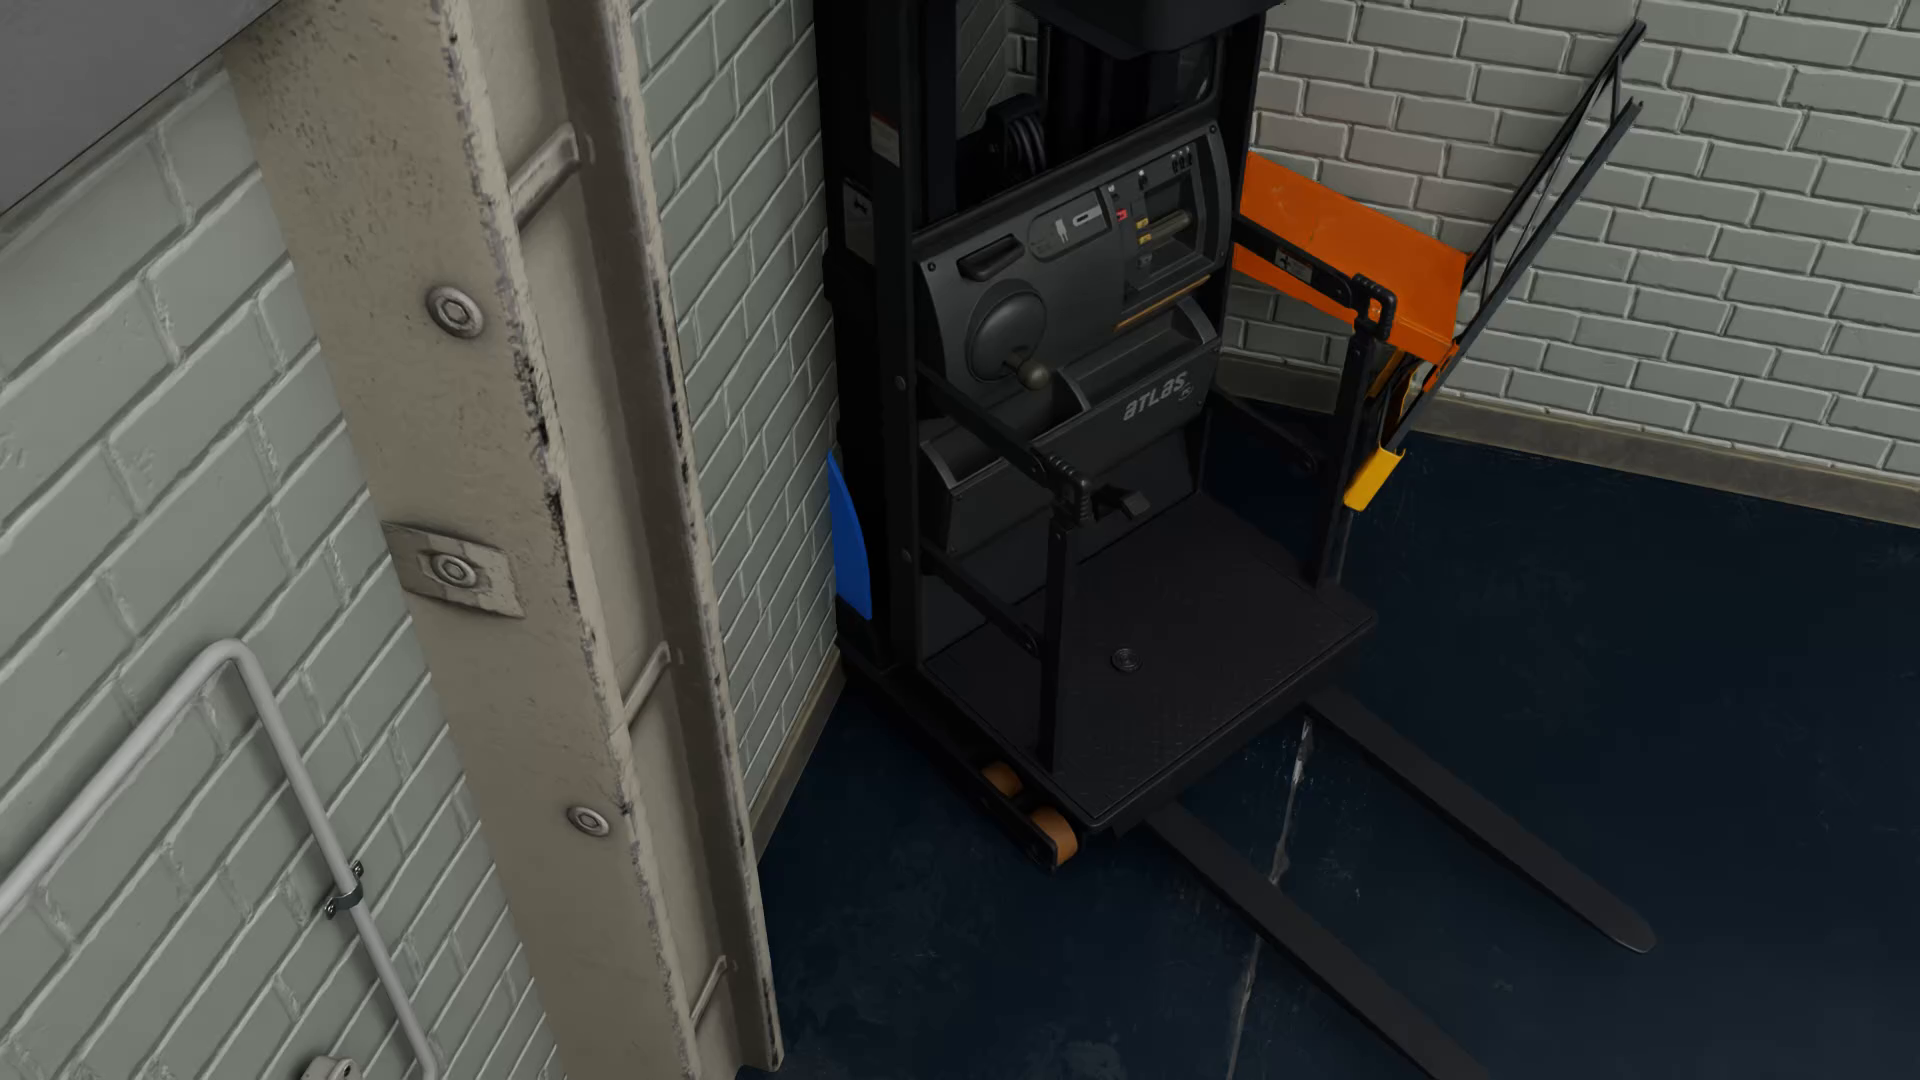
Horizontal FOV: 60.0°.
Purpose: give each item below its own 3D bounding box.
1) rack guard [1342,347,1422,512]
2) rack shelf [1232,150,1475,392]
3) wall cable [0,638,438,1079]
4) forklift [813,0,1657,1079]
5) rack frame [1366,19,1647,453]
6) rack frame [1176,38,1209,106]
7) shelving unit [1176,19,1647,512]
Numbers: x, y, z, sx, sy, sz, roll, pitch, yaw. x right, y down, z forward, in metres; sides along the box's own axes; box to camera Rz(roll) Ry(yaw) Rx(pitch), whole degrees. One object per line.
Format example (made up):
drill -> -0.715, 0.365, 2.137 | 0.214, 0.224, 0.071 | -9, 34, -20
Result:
rack guard -> 1.345, -0.368, 5.288 | 0.087, 0.250, 0.587 | 26, 45, 0
rack shelf -> 1.022, -0.869, 4.972 | 1.000, 0.185, 0.538 | 26, 45, 0
wall cable -> -1.133, 0.823, 1.538 | 0.084, 1.984, 1.851 | 13, 46, 13
forklift -> 0.429, -0.591, 3.759 | 1.130, 2.935, 3.031 | -31, 52, -28
rack frame -> 1.535, -0.763, 4.843 | 0.032, 1.500, 0.500 | 26, 45, 0
rack frame -> 0.617, -1.202, 4.844 | 0.032, 1.500, 0.500 | 26, 45, 0
shelving unit -> 1.084, -0.979, 4.844 | 1.083, 1.500, 0.587 | 26, 45, 0
